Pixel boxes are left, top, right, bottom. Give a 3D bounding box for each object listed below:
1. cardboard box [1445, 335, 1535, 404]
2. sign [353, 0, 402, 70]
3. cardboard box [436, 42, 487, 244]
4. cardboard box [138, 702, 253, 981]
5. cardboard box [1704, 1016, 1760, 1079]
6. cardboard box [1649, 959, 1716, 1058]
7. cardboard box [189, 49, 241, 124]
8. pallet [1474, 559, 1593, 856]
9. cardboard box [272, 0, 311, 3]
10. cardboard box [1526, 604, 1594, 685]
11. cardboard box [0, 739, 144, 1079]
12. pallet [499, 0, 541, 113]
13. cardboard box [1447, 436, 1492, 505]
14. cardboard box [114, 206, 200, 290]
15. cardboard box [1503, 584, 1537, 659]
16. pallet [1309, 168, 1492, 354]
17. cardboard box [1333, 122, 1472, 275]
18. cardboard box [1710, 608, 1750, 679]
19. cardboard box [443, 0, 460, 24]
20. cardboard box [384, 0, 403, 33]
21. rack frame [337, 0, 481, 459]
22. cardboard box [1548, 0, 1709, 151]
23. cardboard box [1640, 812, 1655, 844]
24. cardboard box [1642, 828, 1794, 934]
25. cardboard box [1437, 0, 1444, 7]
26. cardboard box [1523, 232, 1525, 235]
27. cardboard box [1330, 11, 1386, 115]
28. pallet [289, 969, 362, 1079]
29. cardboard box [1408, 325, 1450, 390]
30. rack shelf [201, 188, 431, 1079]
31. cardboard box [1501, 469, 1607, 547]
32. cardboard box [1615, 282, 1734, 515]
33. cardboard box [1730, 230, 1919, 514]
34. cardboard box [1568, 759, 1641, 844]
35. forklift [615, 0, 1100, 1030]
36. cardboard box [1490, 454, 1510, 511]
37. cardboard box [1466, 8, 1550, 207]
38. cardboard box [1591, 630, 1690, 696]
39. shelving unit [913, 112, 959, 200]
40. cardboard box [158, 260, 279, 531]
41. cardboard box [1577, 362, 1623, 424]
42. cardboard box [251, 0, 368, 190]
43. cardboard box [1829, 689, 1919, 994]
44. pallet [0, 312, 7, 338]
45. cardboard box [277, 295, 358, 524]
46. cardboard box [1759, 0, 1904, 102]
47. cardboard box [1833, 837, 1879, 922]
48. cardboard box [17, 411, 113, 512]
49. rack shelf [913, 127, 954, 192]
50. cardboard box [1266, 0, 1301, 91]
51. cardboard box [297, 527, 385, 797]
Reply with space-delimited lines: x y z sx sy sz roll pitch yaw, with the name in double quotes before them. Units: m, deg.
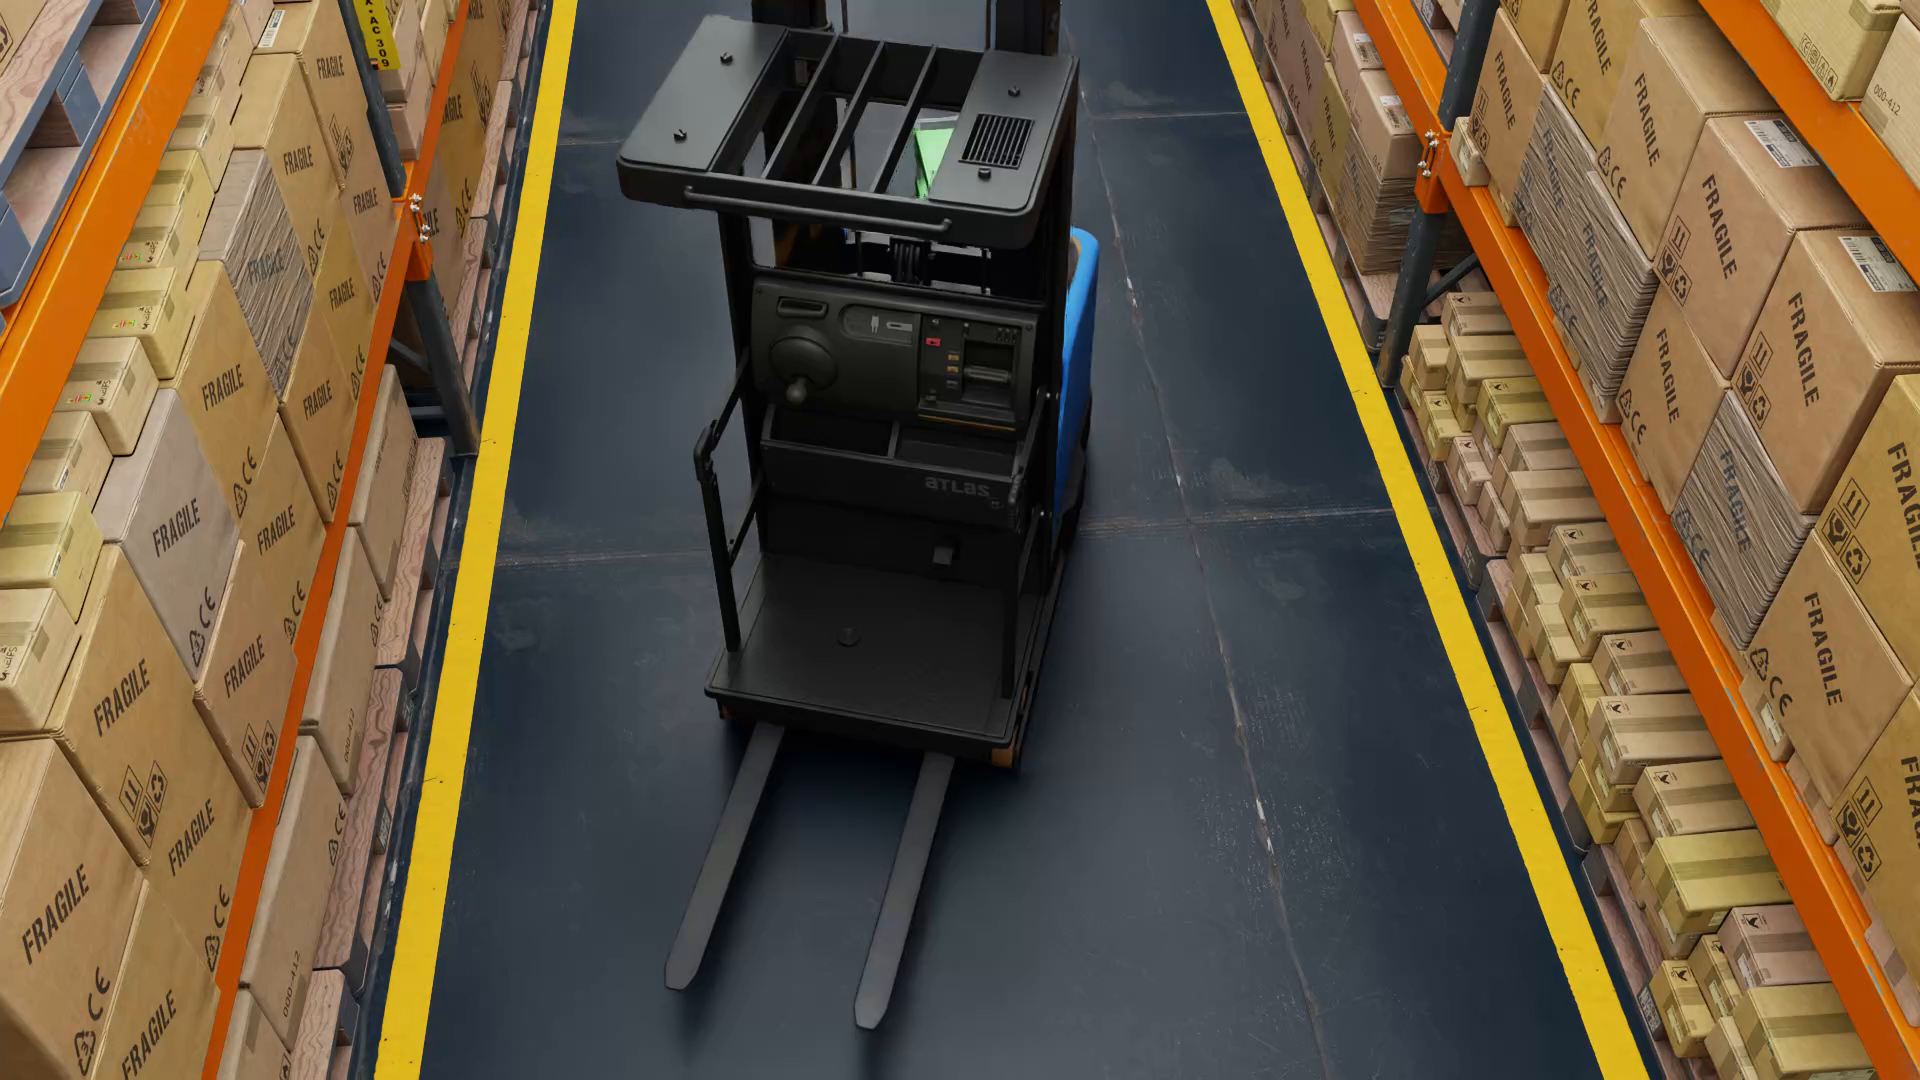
"cardboard box" 2.154 -0.678 6.590 0.380 0.149 0.250 -1 47 -1
"sign" -2.003 -1.759 5.700 0.100 0.325 0.005 -3 47 -3
"cardboard box" -2.771 -1.910 7.667 0.875 0.875 0.875 -2 47 -2
"cardboard box" -2.046 0.731 3.923 0.500 0.500 0.500 -4 47 -4
"cardboard box" 2.374 1.489 4.743 0.380 0.149 0.250 -5 47 -4
"cardboard box" 2.329 1.408 5.025 0.380 0.149 0.250 -2 47 -2
"cardboard box" -2.249 -1.237 4.651 0.380 0.149 0.250 -4 47 -4
"pallet" 2.565 0.554 6.080 1.003 0.211 1.213 -3 47 -3
"cardboard box" -2.213 -1.797 5.182 0.380 0.149 0.250 -4 47 -4
"cardboard box" 2.219 0.356 5.817 0.380 0.149 0.250 -3 47 -3
"cardboard box" -1.978 0.752 3.215 0.500 0.500 0.500 -4 47 -4
"pallet" -2.900 -2.760 9.218 1.003 0.211 1.213 -3 47 -3
"cardboard box" 2.173 -0.286 6.629 0.380 0.149 0.250 -4 47 -3
"cardboard box" -2.134 -0.692 4.135 0.380 0.149 0.250 -3 47 -3
"cardboard box" 2.227 0.282 6.092 0.380 0.149 0.250 -5 47 -4
"pallet" 2.301 -1.378 7.910 1.003 0.211 1.213 -3 47 -3
"cardboard box" 2.055 -1.579 7.612 0.500 0.500 0.500 -4 47 -4
"cardboard box" 2.337 0.250 4.621 0.380 0.149 0.250 -5 47 -5
"cardboard box" -2.402 -2.429 7.087 0.500 0.250 0.500 -4 47 -4
"cardboard box" -2.307 -2.114 5.928 0.500 0.500 0.500 -3 47 -3
"rack frame" -2.556 -1.400 6.010 1.000 3.000 0.127 -3 47 -3
"cardboard box" 2.222 -1.539 5.179 0.500 0.500 0.500 -5 47 -4
"cardboard box" 2.409 0.913 5.289 0.380 0.149 0.250 -4 47 -4
"cardboard box" 2.294 1.019 4.983 0.380 0.149 0.250 -4 47 -4
"cardboard box" 2.115 -2.295 6.741 0.380 0.149 0.250 -3 47 -3
"cardboard box" 2.236 -1.090 5.890 0.380 0.149 0.250 -5 47 -5
"cardboard box" 2.024 -2.213 7.695 0.500 0.250 0.500 -1 47 -1
"pallet" -2.366 1.879 4.825 1.003 0.211 1.213 -3 47 -3
"cardboard box" 2.079 -0.758 6.872 0.380 0.149 0.250 -2 47 -1
"rack shelf" -2.389 0.295 4.900 1.077 0.370 4.000 -3 47 -3
"cardboard box" 2.209 -0.121 6.063 0.380 0.149 0.250 -3 47 -2
"cardboard box" 2.287 -0.426 4.814 0.500 0.500 0.500 -1 47 -1
"cardboard box" 2.322 -0.418 4.118 0.500 0.500 0.500 -1 47 -1
"cardboard box" 2.275 0.853 5.550 0.380 0.149 0.250 -5 47 -5
"forklift" -0.262 -0.495 5.201 1.130 2.935 3.031 9 47 8
"cardboard box" 2.266 -0.211 6.353 0.380 0.149 0.250 -6 47 -5
"cardboard box" 2.158 -1.537 5.866 0.500 0.500 0.500 -4 47 -4
"cardboard box" 2.346 0.440 5.532 0.380 0.149 0.250 -5 47 -5
"shelving unit" -0.028 -1.209 7.069 0.258 1.200 0.503 -7 47 -6
"cardboard box" -2.121 -0.355 4.262 0.500 0.500 0.500 -3 47 -3
"cardboard box" 2.224 -0.513 5.343 0.380 0.149 0.250 -2 47 -2
"cardboard box" -2.241 -1.453 5.303 0.500 0.500 0.500 -4 47 -4
"cardboard box" 2.409 0.674 3.772 0.500 0.500 0.500 -3 47 -2
"pallet" -2.294 -0.043 2.720 1.003 0.211 1.213 -3 47 -3
"cardboard box" -2.157 -0.379 4.974 0.500 0.500 0.500 -4 47 -4
"cardboard box" 2.259 -1.284 3.938 0.500 0.250 0.500 -2 47 -2
"cardboard box" 2.411 0.806 4.094 0.380 0.149 0.250 -4 47 -3
"cardboard box" -2.090 -0.137 3.610 0.380 0.149 0.250 -3 47 -3
"rack shelf" -0.028 -1.495 6.767 0.258 0.148 0.480 -7 47 -6
"cardboard box" 1.931 -2.691 8.665 0.500 0.500 0.500 -5 47 -4
"cardboard box" -2.535 0.445 5.738 0.875 0.438 0.875 -5 47 -4
